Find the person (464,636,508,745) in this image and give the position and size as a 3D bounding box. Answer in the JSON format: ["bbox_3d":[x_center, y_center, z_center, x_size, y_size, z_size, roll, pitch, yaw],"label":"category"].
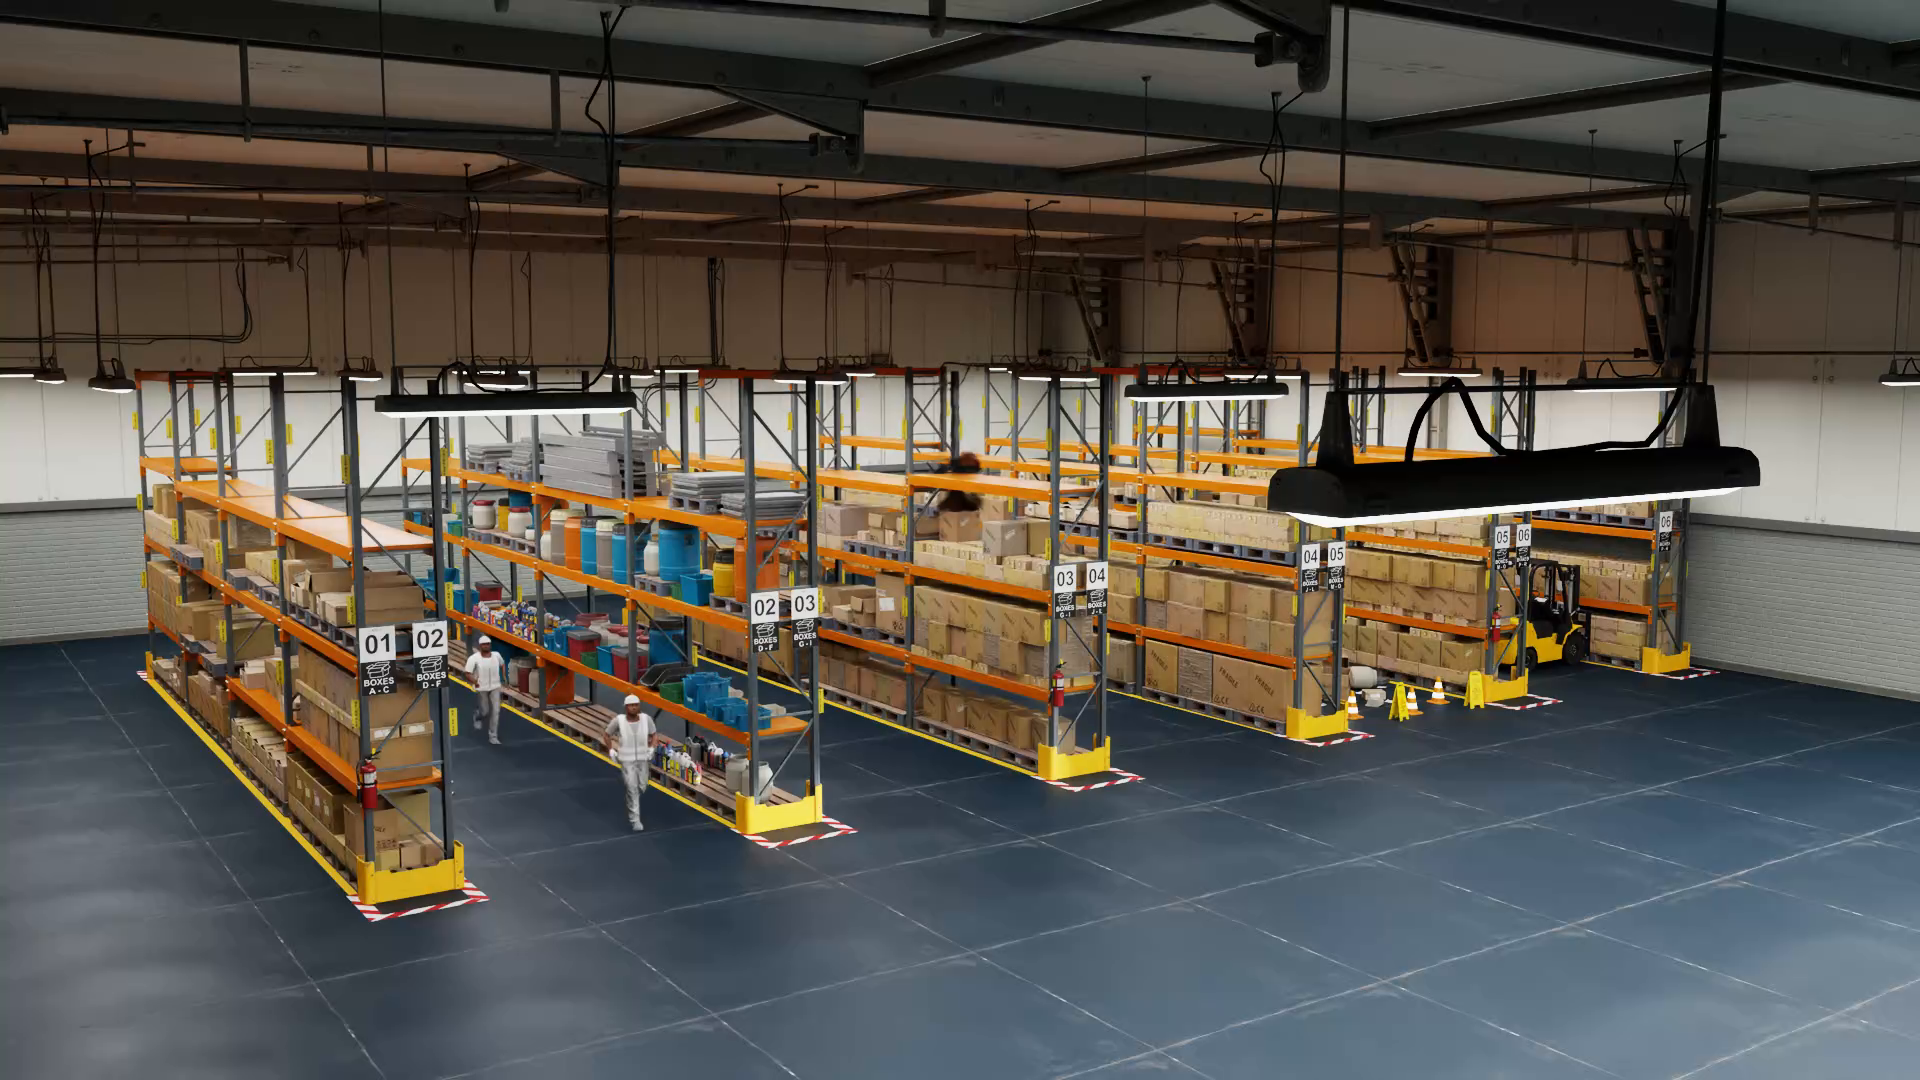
[{"bbox_3d":[-7.696,2.420,27.105,0.713,1.736,0.897,-4,8,-32],"label":"person"}]

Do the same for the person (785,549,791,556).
[{"bbox_3d":[-4.082,1.048,39.248,0.711,1.806,0.794,-2,7,-17],"label":"person"}]

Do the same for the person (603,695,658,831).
[{"bbox_3d":[-4.404,2.939,22.324,0.702,1.774,0.863,-3,7,-27],"label":"person"}]

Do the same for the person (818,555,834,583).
[{"bbox_3d":[-3.326,0.771,41.712,0.609,1.719,0.693,-5,8,-40],"label":"person"}]
